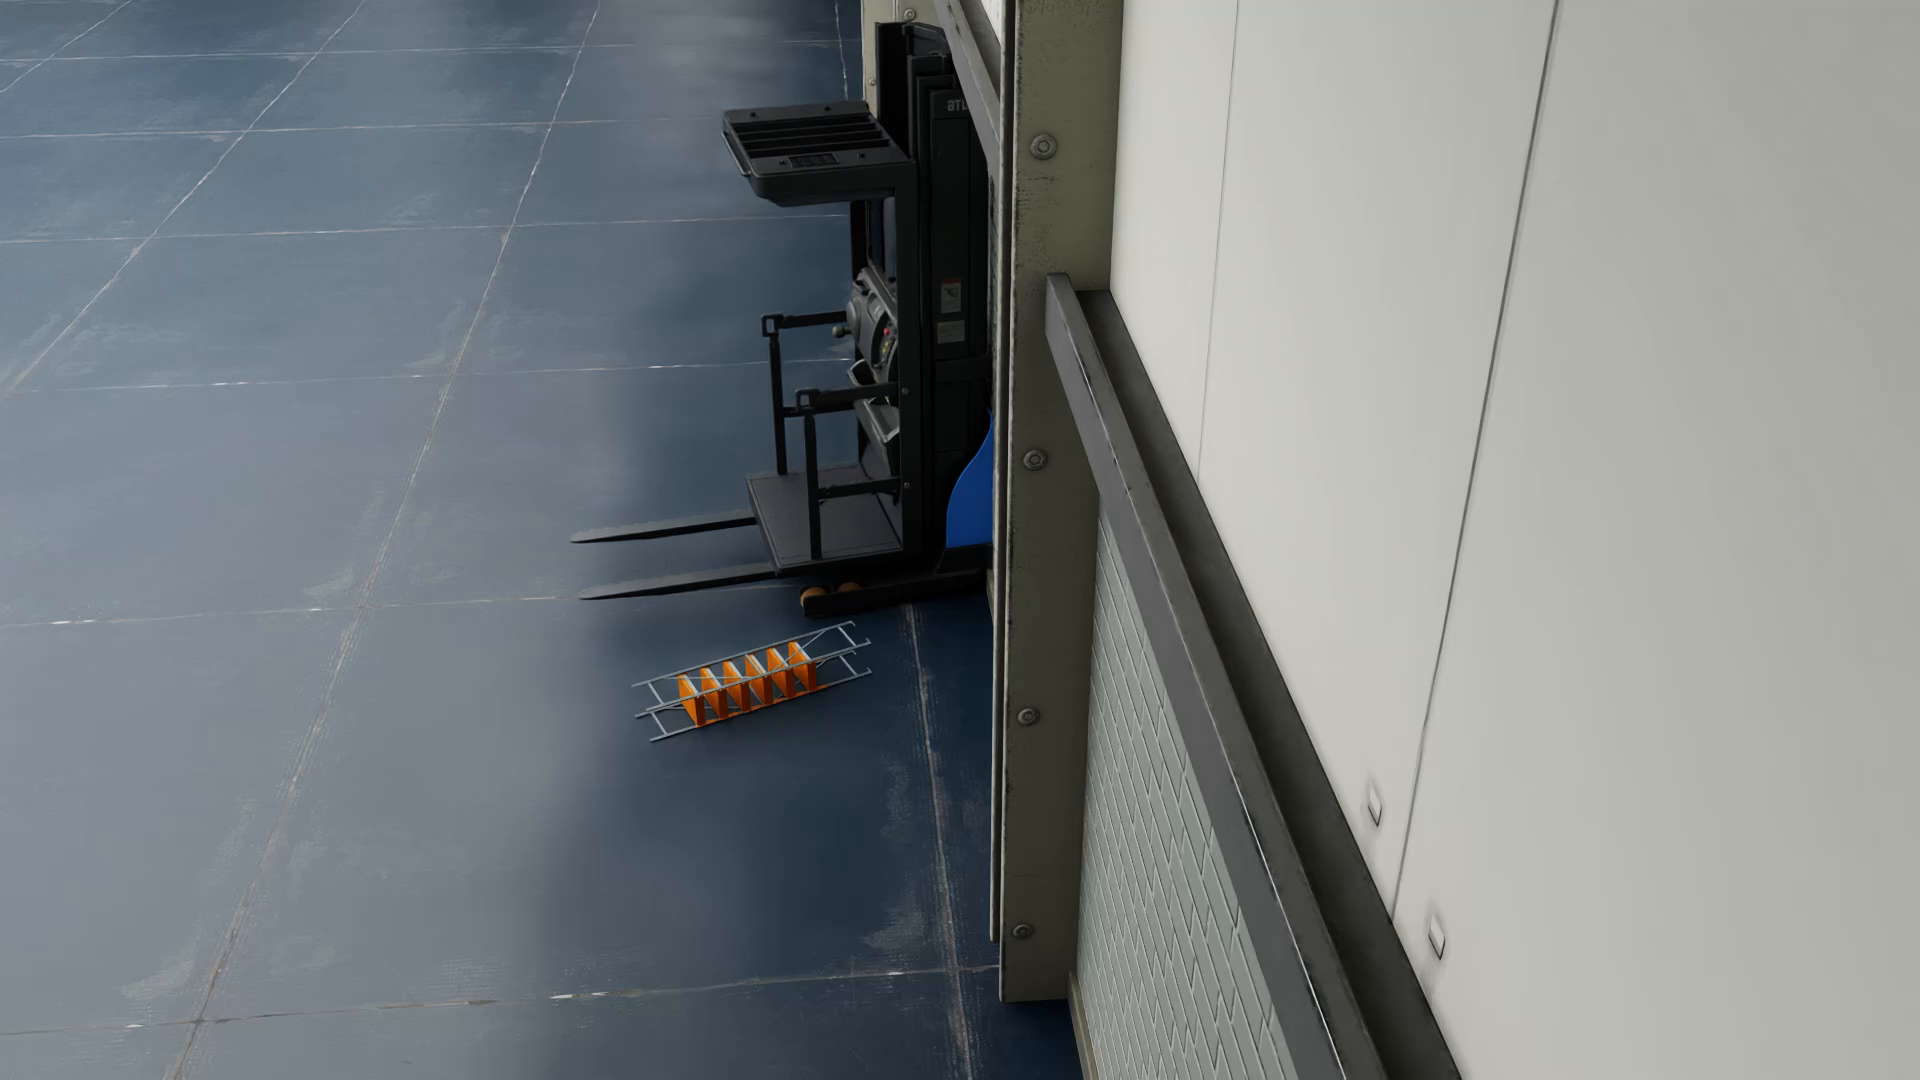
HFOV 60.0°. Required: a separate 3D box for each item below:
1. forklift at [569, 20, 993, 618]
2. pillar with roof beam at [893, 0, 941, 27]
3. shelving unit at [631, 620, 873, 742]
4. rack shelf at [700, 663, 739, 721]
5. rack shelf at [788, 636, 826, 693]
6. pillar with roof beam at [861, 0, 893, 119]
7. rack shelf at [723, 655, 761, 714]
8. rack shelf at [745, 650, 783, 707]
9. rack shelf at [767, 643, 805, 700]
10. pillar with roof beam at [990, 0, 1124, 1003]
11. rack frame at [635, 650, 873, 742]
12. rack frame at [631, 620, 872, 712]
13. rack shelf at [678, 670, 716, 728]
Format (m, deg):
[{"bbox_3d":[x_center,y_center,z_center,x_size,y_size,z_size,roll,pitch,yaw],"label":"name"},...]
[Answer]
[{"bbox_3d":[-0.649,-1.134,8.790,3.031,2.935,1.130,-8,32,-14],"label":"forklift"},{"bbox_3d":[-4.549,-4.978,9.309,9.100,9.000,0.400,-3,31,-5],"label":"pillar with roof beam"},{"bbox_3d":[-1.035,0.702,8.386,1.200,0.189,0.258,-16,34,-24],"label":"shelving unit"},{"bbox_3d":[-1.207,0.750,8.305,0.103,0.180,0.258,-16,34,-24],"label":"rack shelf"},{"bbox_3d":[-0.786,0.632,8.503,0.103,0.180,0.258,-16,34,-24],"label":"rack shelf"},{"bbox_3d":[-5.110,-8.042,14.438,9.100,9.000,0.400,-3,31,-5],"label":"pillar with roof beam"},{"bbox_3d":[-1.101,0.721,8.355,0.103,0.180,0.258,-16,34,-24],"label":"rack shelf"},{"bbox_3d":[-0.996,0.691,8.404,0.103,0.180,0.258,-16,34,-24],"label":"rack shelf"},{"bbox_3d":[-0.891,0.662,8.454,0.103,0.180,0.258,-16,34,-24],"label":"rack shelf"},{"bbox_3d":[-3.989,-1.915,4.181,9.100,9.000,0.400,-3,31,-5],"label":"pillar with roof beam"},{"bbox_3d":[-1.035,0.781,8.433,1.200,0.006,0.240,-16,34,-24],"label":"rack frame"},{"bbox_3d":[-1.035,0.623,8.339,1.200,0.006,0.240,-16,34,-24],"label":"rack frame"},{"bbox_3d":[-1.312,0.780,8.256,0.103,0.180,0.258,-16,34,-24],"label":"rack shelf"}]
